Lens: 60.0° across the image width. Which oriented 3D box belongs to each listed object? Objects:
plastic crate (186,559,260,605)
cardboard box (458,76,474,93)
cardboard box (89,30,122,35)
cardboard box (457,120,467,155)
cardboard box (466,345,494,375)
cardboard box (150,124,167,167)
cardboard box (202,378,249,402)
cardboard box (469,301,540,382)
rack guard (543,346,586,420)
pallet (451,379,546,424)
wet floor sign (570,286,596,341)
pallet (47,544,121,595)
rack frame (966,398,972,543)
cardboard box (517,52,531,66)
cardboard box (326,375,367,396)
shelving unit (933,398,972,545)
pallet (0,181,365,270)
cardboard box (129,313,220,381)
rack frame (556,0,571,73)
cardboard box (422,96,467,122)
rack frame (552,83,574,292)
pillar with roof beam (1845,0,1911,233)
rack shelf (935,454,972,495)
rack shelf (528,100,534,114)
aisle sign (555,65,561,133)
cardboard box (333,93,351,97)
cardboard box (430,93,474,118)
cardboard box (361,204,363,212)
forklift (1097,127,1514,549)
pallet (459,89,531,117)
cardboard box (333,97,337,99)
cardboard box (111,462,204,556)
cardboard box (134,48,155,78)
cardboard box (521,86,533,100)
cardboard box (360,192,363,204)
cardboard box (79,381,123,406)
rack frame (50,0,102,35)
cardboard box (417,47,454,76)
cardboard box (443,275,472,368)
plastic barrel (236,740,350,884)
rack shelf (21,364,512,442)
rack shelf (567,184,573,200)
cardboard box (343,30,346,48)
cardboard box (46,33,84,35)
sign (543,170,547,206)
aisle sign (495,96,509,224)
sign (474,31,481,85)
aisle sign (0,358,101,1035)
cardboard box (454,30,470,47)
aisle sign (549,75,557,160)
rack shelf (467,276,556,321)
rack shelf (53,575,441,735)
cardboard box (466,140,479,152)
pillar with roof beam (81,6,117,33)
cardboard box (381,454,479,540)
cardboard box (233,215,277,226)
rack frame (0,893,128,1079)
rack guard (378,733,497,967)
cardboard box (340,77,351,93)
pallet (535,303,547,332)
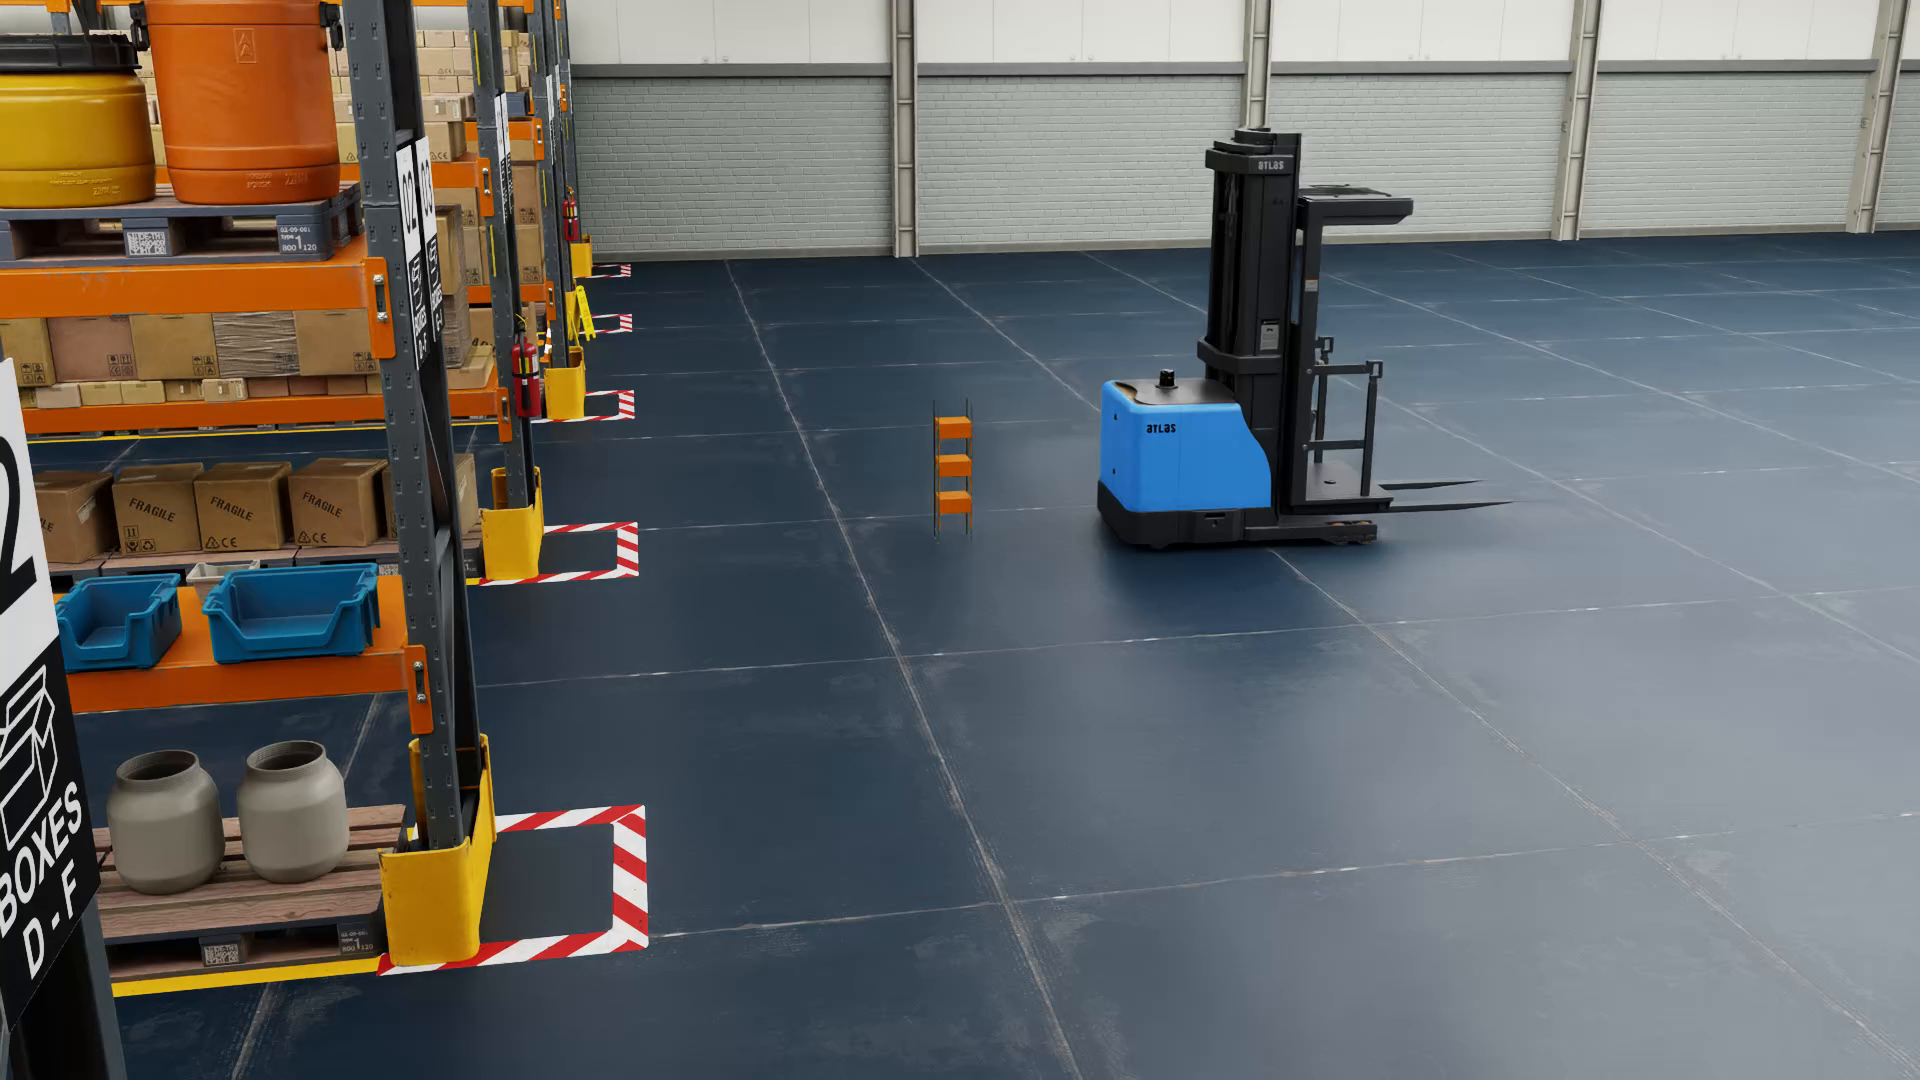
[{"bbox_3d":[-3.117,0.179,7.071,0.250,0.136,0.298,-3,17,-10],"label":"plastic crate"},{"bbox_3d":[-4.469,-4.200,15.311,0.250,0.149,0.380,-3,17,-10],"label":"cardboard box"},{"bbox_3d":[-7.465,-4.411,14.639,0.250,0.149,0.380,-3,17,-10],"label":"cardboard box"},{"bbox_3d":[-3.639,-2.742,11.278,0.500,0.250,0.500,-3,17,-9],"label":"cardboard box"},{"bbox_3d":[-3.442,-1.265,11.750,0.250,0.149,0.380,-3,17,-10],"label":"cardboard box"},{"bbox_3d":[-5.030,-2.510,10.522,0.500,0.250,0.500,-4,17,-11],"label":"cardboard box"},{"bbox_3d":[-4.811,-1.023,10.962,0.250,0.149,0.380,-3,17,-10],"label":"cardboard box"},{"bbox_3d":[-4.612,-1.896,16.280,0.875,0.875,0.875,-3,17,-10],"label":"cardboard box"},{"bbox_3d":[-3.935,-1.574,16.586,0.348,0.500,1.175,-3,17,-10],"label":"rack guard"},{"bbox_3d":[-4.729,-1.368,16.406,1.213,0.211,1.003,-3,17,-10],"label":"pallet"},{"bbox_3d":[-4.608,-2.766,20.218,0.232,0.644,0.267,3,17,9],"label":"wet floor sign"},{"bbox_3d":[-6.392,0.176,11.380,1.213,0.211,1.003,-3,17,-10],"label":"pallet"},{"bbox_3d":[0.067,-0.506,12.170,0.008,1.050,0.200,-3,17,-10],"label":"rack frame"},{"bbox_3d":[-5.273,-5.780,19.983,0.250,0.149,0.380,-3,17,-10],"label":"cardboard box"},{"bbox_3d":[-4.088,-1.085,11.163,0.250,0.149,0.380,-3,17,-10],"label":"cardboard box"},{"bbox_3d":[-0.053,-0.499,12.148,0.252,1.050,0.215,-3,17,-10],"label":"shelving unit"},{"bbox_3d":[-3.009,-1.230,6.421,1.213,0.211,1.003,-3,17,-10],"label":"pallet"},{"bbox_3d":[-5.123,-1.397,11.076,0.500,0.500,0.875,-3,17,-10],"label":"cardboard box"},{"bbox_3d":[-5.943,-8.488,24.619,0.127,3.000,1.000,-3,17,-10],"label":"rack frame"},{"bbox_3d":[-3.331,-2.780,10.721,0.250,0.149,0.380,-3,17,-10],"label":"cardboard box"},{"bbox_3d":[-4.997,-4.189,20.842,0.127,3.000,1.000,-3,17,-10],"label":"rack frame"},{"bbox_3d":[17.584,-8.804,25.651,0.400,9.000,9.100,-3,17,-10],"label":"pillar with roof beam"},{"bbox_3d":[-0.053,-0.489,12.151,0.240,0.259,0.215,-3,17,-10],"label":"rack shelf"},{"bbox_3d":[-6.961,-5.168,20.145,4.000,0.370,1.077,-3,17,-10],"label":"rack shelf"},{"bbox_3d":[-4.881,-5.352,20.200,0.004,0.787,0.394,-3,17,-10],"label":"aisle sign"},{"bbox_3d":[-4.210,-2.906,11.131,0.250,0.149,0.380,-3,17,-8],"label":"cardboard box"},{"bbox_3d":[-3.432,-2.936,11.231,0.250,0.149,0.380,-3,17,-11],"label":"cardboard box"},{"bbox_3d":[-4.201,-2.022,11.408,0.500,0.500,0.500,-3,17,-10],"label":"cardboard box"},{"bbox_3d":[2.620,-1.511,12.241,3.031,2.935,1.130,-2,17,-8],"label":"forklift"},{"bbox_3d":[-4.685,-4.115,15.643,1.213,0.211,1.003,-3,17,-10],"label":"pallet"},{"bbox_3d":[-4.098,-2.731,10.563,0.250,0.149,0.380,-3,17,-10],"label":"cardboard box"},{"bbox_3d":[-5.489,-0.217,11.453,0.500,0.500,0.500,-5,18,-15],"label":"cardboard box"},{"bbox_3d":[-7.353,-4.245,14.777,0.500,0.250,0.500,-3,17,-10],"label":"cardboard box"},{"bbox_3d":[-5.295,-5.403,20.111,0.250,0.149,0.380,-3,17,-10],"label":"cardboard box"},{"bbox_3d":[-5.429,-3.297,15.843,0.550,0.550,0.875,-3,17,-10],"label":"cardboard box"},{"bbox_3d":[-5.554,-0.991,10.859,0.250,0.149,0.380,-3,17,-10],"label":"cardboard box"},{"bbox_3d":[-7.886,-5.413,14.608,0.127,3.000,1.000,-3,17,-10],"label":"rack frame"},{"bbox_3d":[-4.878,-4.385,15.235,0.500,0.250,0.500,-3,17,-10],"label":"cardboard box"},{"bbox_3d":[-3.663,-1.500,11.409,0.500,0.500,0.875,-3,17,-10],"label":"cardboard box"},{"bbox_3d":[-2.809,1.143,7.005,0.421,0.512,0.421,0,17,0],"label":"plastic barrel"},{"bbox_3d":[-5.081,-0.877,11.284,4.000,0.370,1.077,-3,17,-10],"label":"rack shelf"},{"bbox_3d":[-7.906,-5.165,25.243,4.000,0.370,1.077,-3,17,-10],"label":"rack shelf"},{"bbox_3d":[-5.474,-4.524,15.008,0.250,0.149,0.380,-4,17,-11],"label":"cardboard box"},{"bbox_3d":[-12.563,-6.932,23.606,0.500,0.500,0.700,-4,17,-11],"label":"cardboard box"},{"bbox_3d":[-3.870,-3.277,15.498,0.005,0.325,0.100,-3,17,-10],"label":"sign"},{"bbox_3d":[-3.000,-2.492,10.889,0.004,0.787,0.394,-3,17,-10],"label":"aisle sign"},{"bbox_3d":[-3.032,-3.028,10.446,0.005,0.325,0.100,-3,17,-10],"label":"sign"},{"bbox_3d":[-1.235,0.189,2.160,0.004,0.787,0.394,-3,17,-10],"label":"aisle sign"},{"bbox_3d":[-4.471,-4.581,15.194,0.250,0.149,0.380,-3,17,-10],"label":"cardboard box"},{"bbox_3d":[-3.946,-4.101,16.127,0.004,0.787,0.394,-3,17,-10],"label":"aisle sign"},{"bbox_3d":[-5.923,-2.313,15.957,4.000,0.370,1.077,-3,17,-10],"label":"rack shelf"},{"bbox_3d":[-4.141,0.551,6.635,4.000,0.370,1.077,-3,17,-10],"label":"rack shelf"},{"bbox_3d":[-5.956,-4.740,20.255,0.500,0.500,0.700,-3,17,-10],"label":"cardboard box"},{"bbox_3d":[-11.872,-7.134,20.210,0.400,9.000,9.100,-3,17,-10],"label":"pillar with roof beam"},{"bbox_3d":[-3.734,-0.308,11.749,0.500,0.500,0.500,0,17,0],"label":"cardboard box"},{"bbox_3d":[-4.592,-1.842,10.820,0.500,0.500,0.500,-3,17,-10],"label":"cardboard box"},{"bbox_3d":[-1.242,1.524,2.243,0.127,3.000,1.000,-3,17,-10],"label":"rack frame"},{"bbox_3d":[-2.243,1.308,7.201,0.348,0.500,1.175,-3,17,-10],"label":"rack guard"},{"bbox_3d":[-5.469,-4.143,15.126,0.250,0.149,0.380,-3,17,-10],"label":"cardboard box"},{"bbox_3d":[-5.876,-2.817,21.124,1.213,0.211,1.003,-3,17,-10],"label":"pallet"}]
